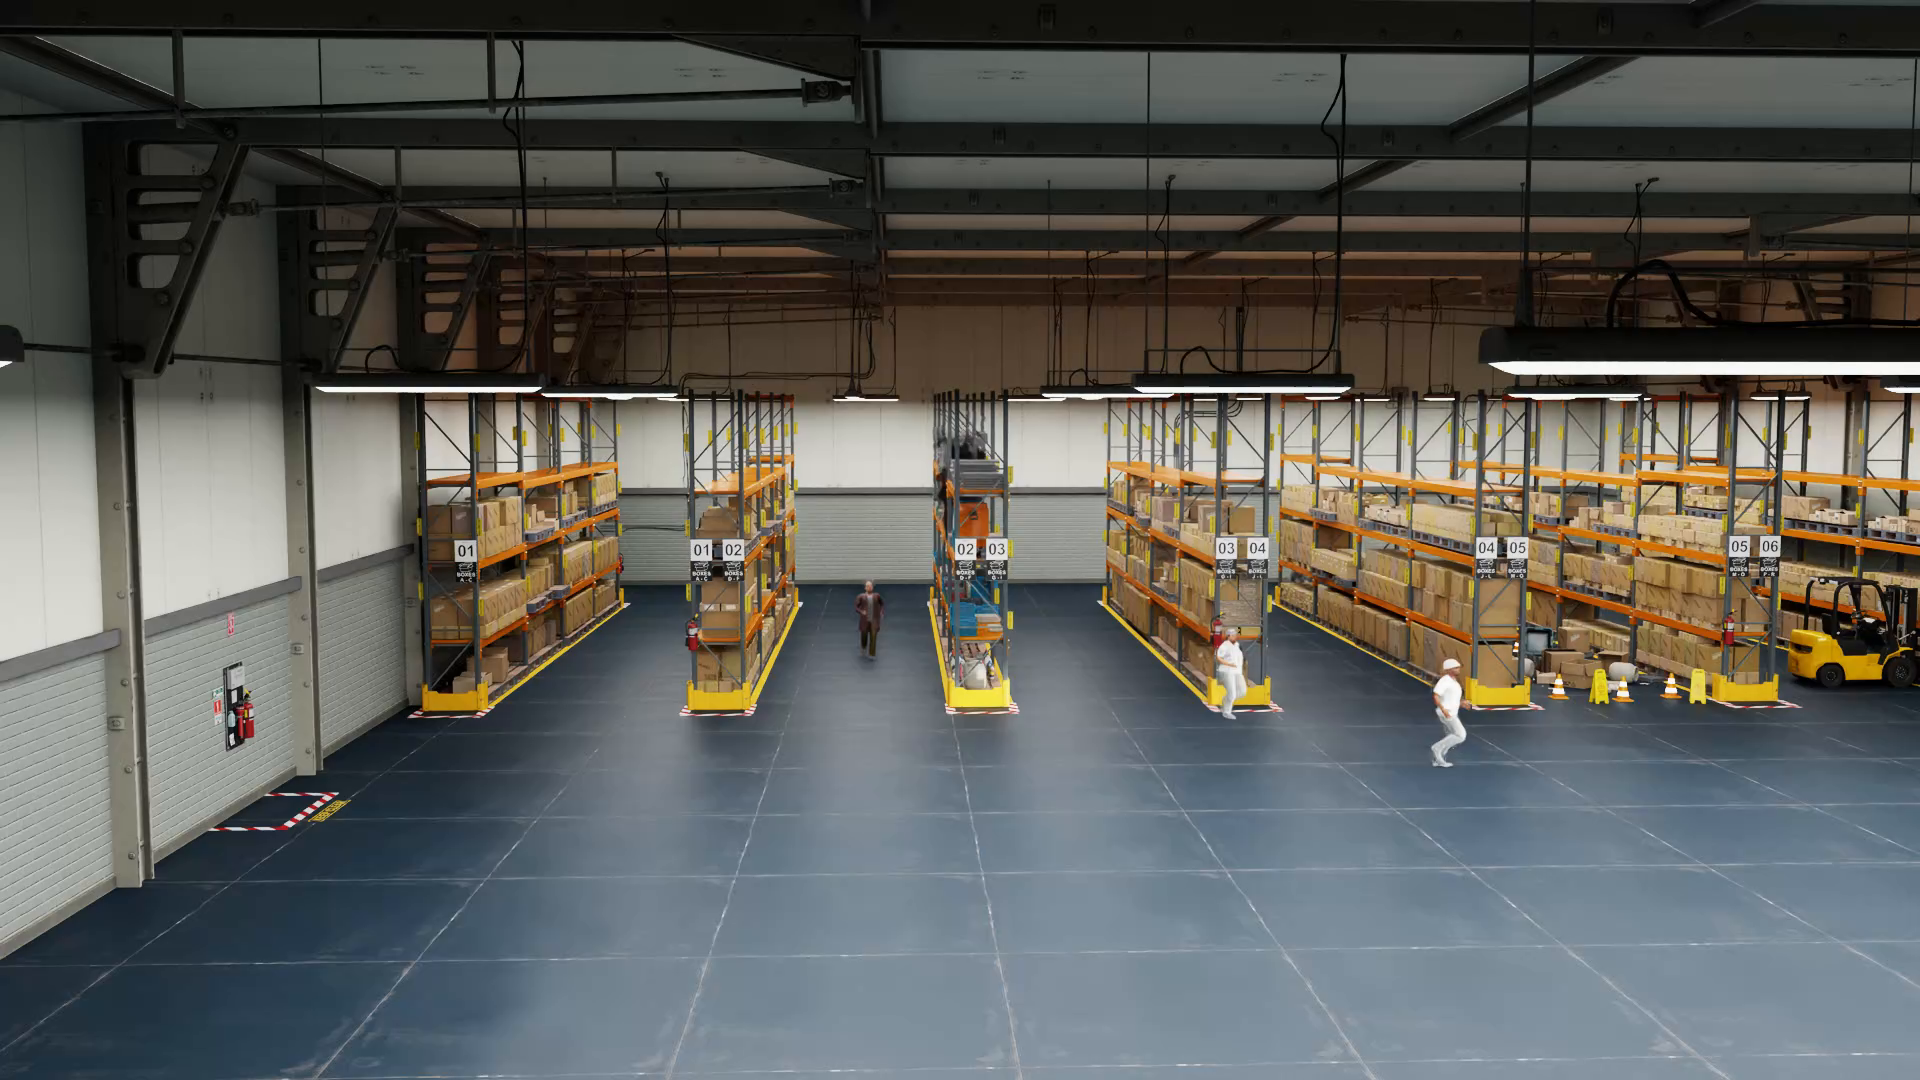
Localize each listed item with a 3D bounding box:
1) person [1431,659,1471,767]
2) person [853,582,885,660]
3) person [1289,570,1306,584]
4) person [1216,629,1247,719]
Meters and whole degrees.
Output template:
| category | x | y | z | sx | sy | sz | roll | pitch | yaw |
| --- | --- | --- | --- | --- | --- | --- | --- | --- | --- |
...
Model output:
| category | x | y | z | sx | sy | sz | roll | pitch | yaw |
| --- | --- | --- | --- | --- | --- | --- | --- | --- | --- |
| person | 7.749 | 2.729 | 26.224 | 0.576 | 1.715 | 0.640 | 2 | 5 | 25 |
| person | -2.031 | 1.806 | 37.371 | 0.721 | 1.742 | 0.876 | -1 | 5 | -8 |
| person | 9.917 | 0.839 | 49.137 | 0.933 | 1.705 | 0.698 | 4 | 6 | 41 |
| person | 4.984 | 2.444 | 30.387 | 0.635 | 1.642 | 0.523 | -4 | 6 | -37 |
